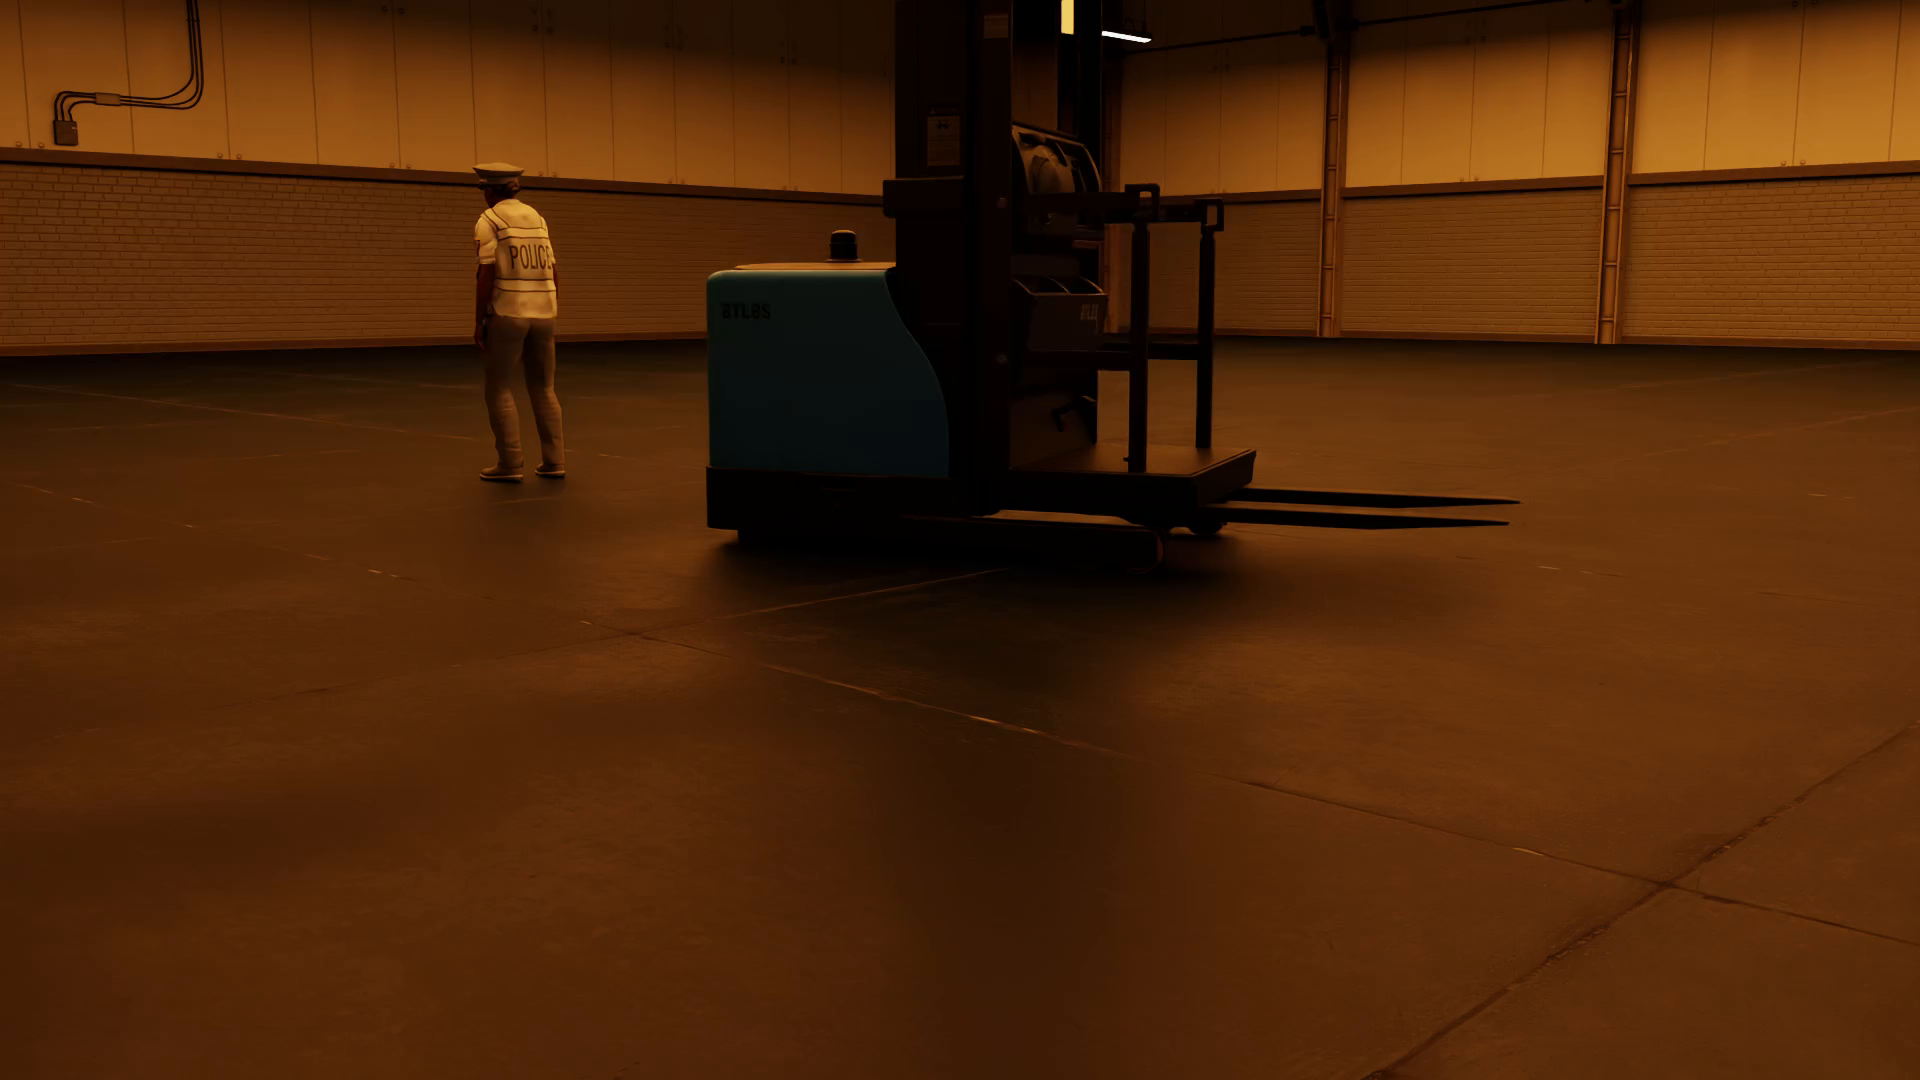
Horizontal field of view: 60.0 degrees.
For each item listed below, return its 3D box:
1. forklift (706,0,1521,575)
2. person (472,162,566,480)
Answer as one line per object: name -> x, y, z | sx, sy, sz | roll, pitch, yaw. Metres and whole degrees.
forklift -> 0.565, -1.416, 6.275 | 3.031, 2.935, 1.130 | 3, 9, 22
person -> -2.331, -1.147, 8.772 | 0.395, 1.658, 0.523 | 8, 11, 41
